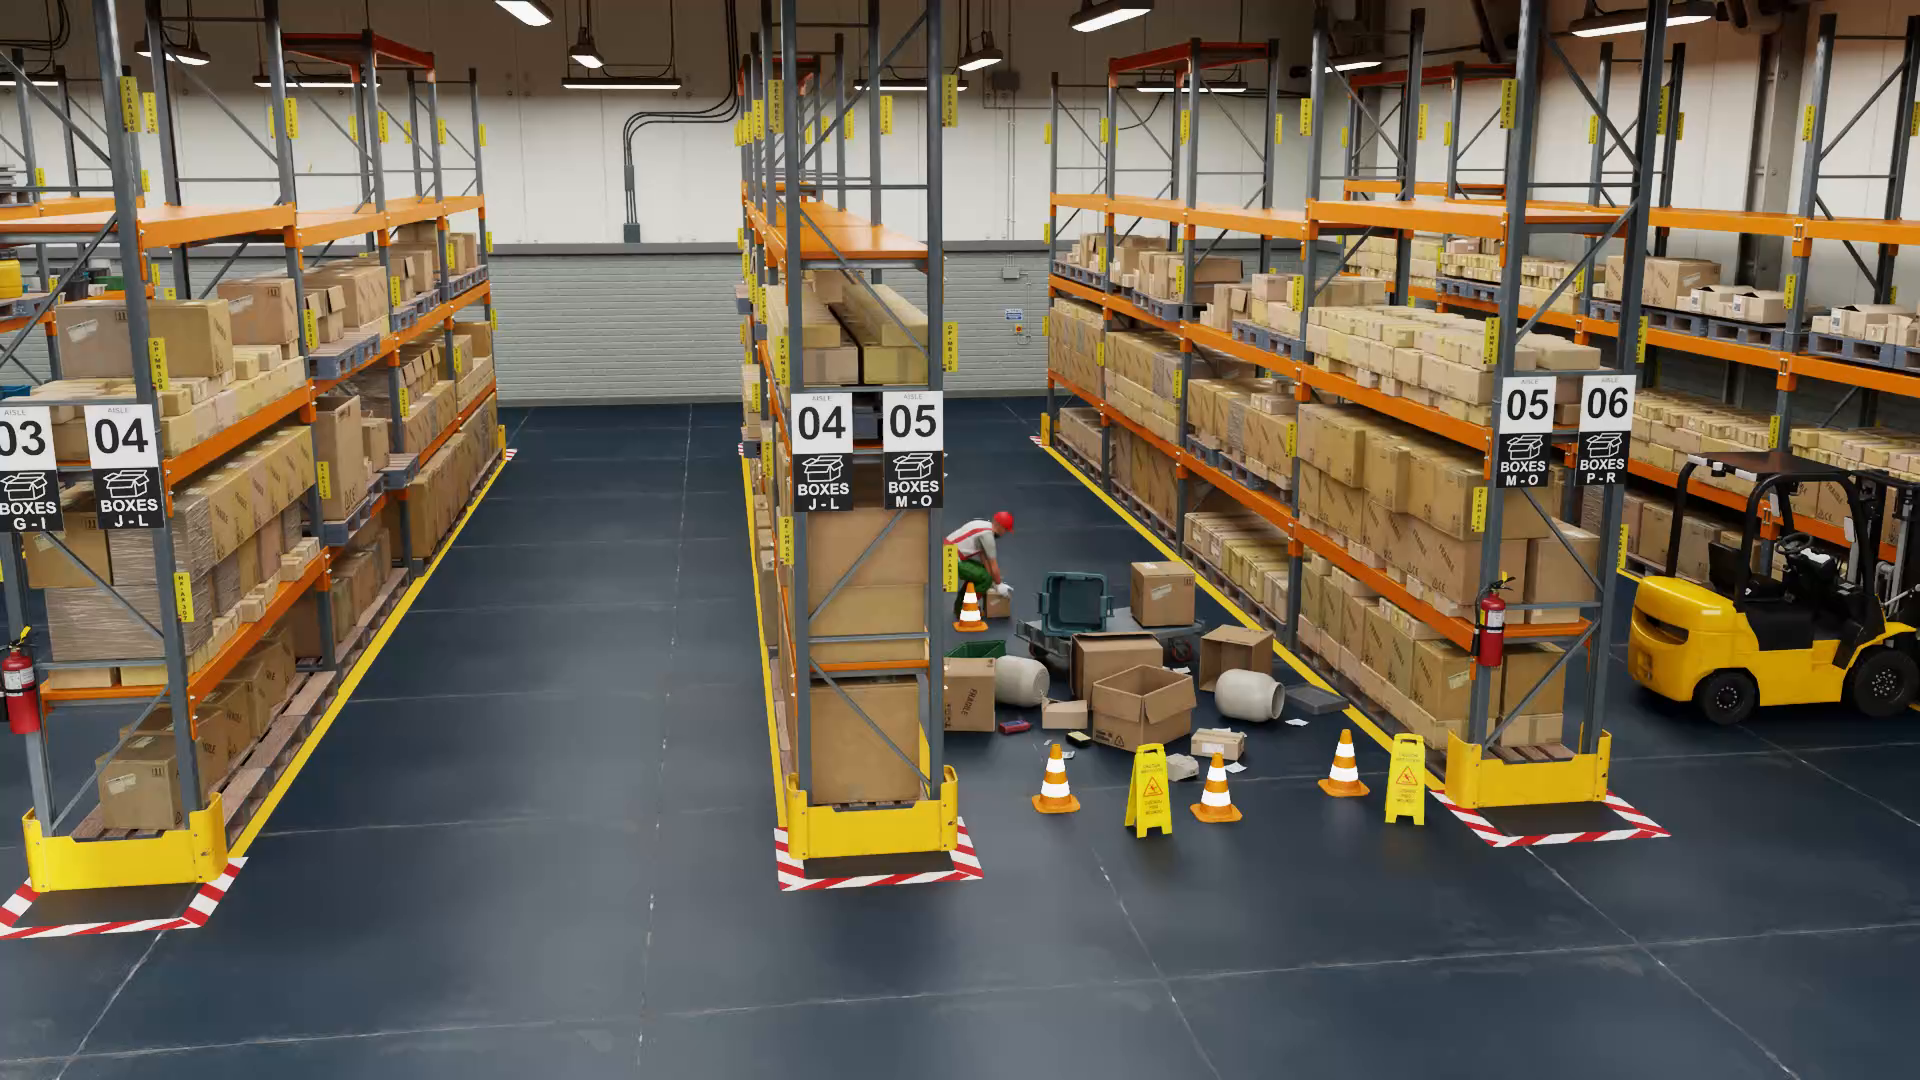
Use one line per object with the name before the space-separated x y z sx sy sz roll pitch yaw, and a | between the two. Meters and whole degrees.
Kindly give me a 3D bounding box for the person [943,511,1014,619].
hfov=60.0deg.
person | 0.139 0.248 17.414 0.865 1.091 0.575 -2 13 -8
